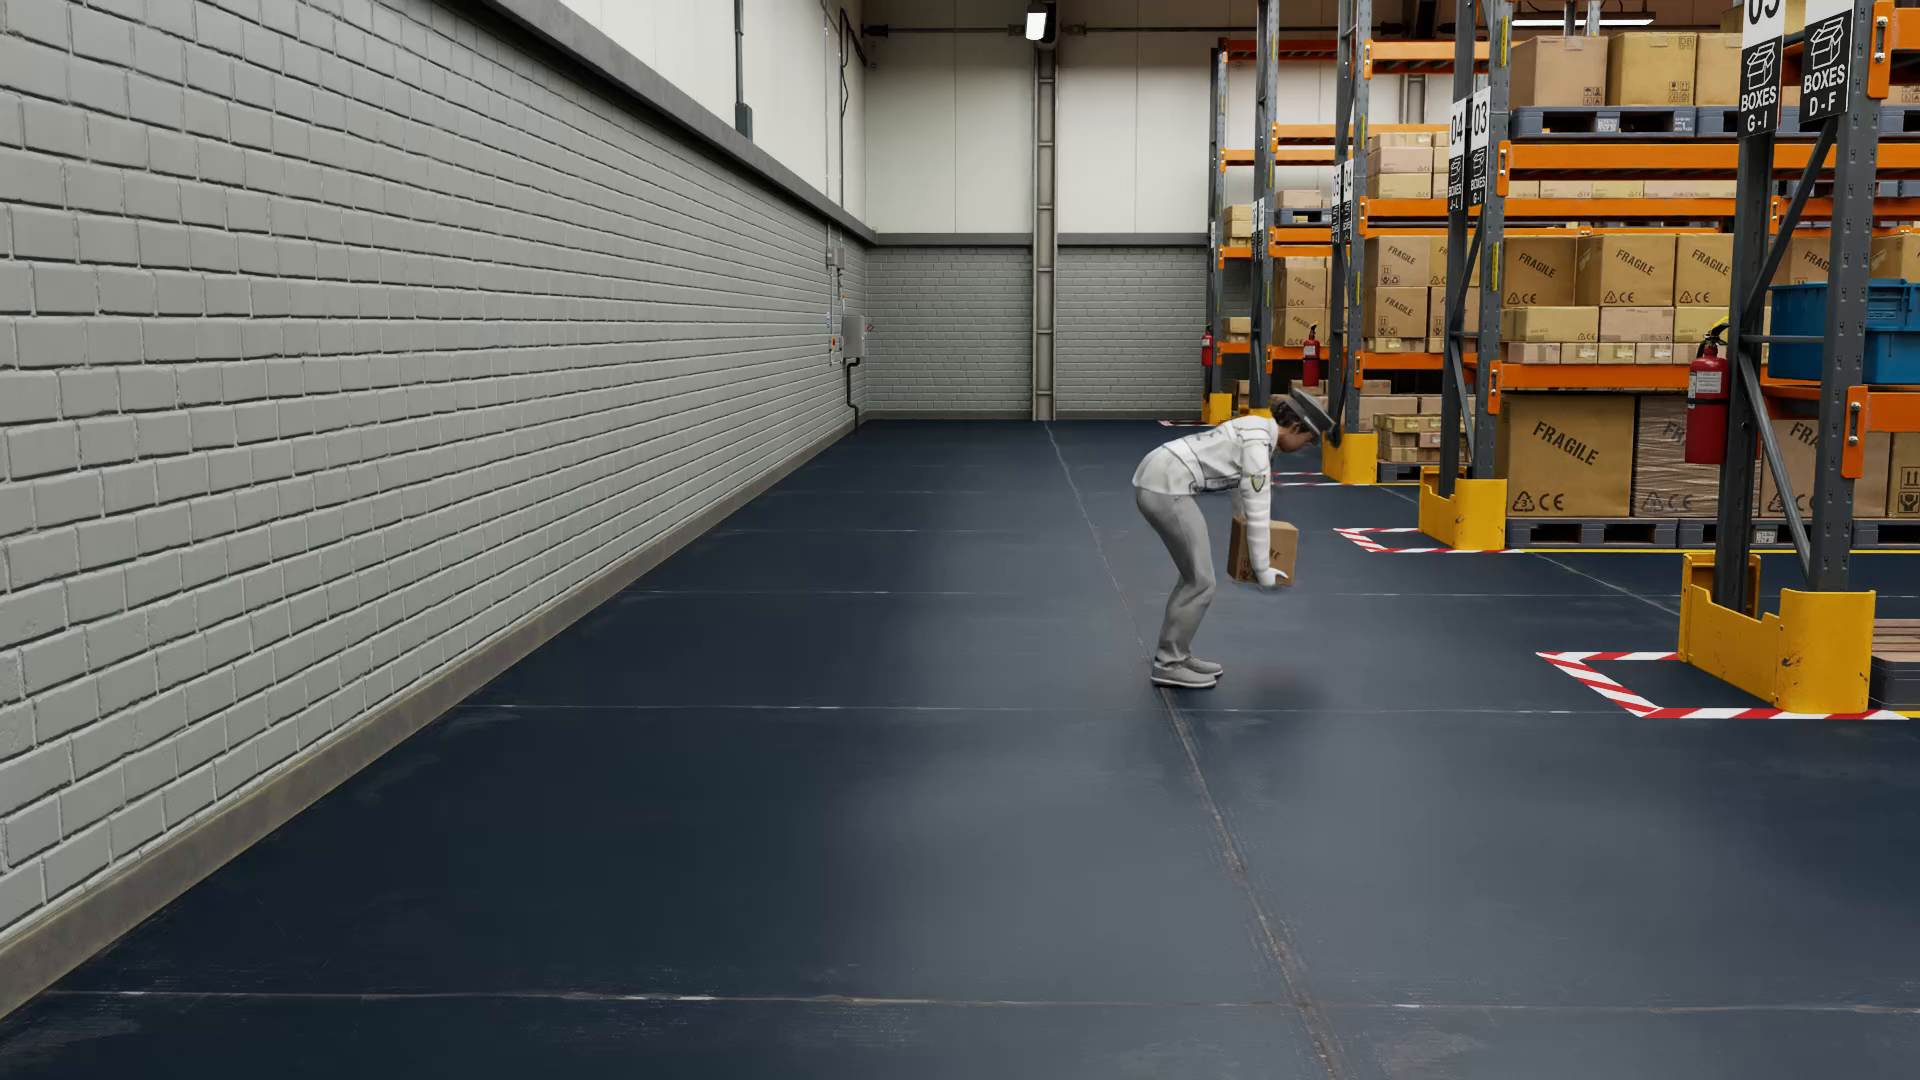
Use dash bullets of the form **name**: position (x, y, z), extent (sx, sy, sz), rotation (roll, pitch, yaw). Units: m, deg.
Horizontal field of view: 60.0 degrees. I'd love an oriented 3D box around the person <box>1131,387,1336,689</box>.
- **person**: position (1.201, -0.017, 7.335), extent (0.886, 1.306, 0.407), rotation (0, 7, 0)
